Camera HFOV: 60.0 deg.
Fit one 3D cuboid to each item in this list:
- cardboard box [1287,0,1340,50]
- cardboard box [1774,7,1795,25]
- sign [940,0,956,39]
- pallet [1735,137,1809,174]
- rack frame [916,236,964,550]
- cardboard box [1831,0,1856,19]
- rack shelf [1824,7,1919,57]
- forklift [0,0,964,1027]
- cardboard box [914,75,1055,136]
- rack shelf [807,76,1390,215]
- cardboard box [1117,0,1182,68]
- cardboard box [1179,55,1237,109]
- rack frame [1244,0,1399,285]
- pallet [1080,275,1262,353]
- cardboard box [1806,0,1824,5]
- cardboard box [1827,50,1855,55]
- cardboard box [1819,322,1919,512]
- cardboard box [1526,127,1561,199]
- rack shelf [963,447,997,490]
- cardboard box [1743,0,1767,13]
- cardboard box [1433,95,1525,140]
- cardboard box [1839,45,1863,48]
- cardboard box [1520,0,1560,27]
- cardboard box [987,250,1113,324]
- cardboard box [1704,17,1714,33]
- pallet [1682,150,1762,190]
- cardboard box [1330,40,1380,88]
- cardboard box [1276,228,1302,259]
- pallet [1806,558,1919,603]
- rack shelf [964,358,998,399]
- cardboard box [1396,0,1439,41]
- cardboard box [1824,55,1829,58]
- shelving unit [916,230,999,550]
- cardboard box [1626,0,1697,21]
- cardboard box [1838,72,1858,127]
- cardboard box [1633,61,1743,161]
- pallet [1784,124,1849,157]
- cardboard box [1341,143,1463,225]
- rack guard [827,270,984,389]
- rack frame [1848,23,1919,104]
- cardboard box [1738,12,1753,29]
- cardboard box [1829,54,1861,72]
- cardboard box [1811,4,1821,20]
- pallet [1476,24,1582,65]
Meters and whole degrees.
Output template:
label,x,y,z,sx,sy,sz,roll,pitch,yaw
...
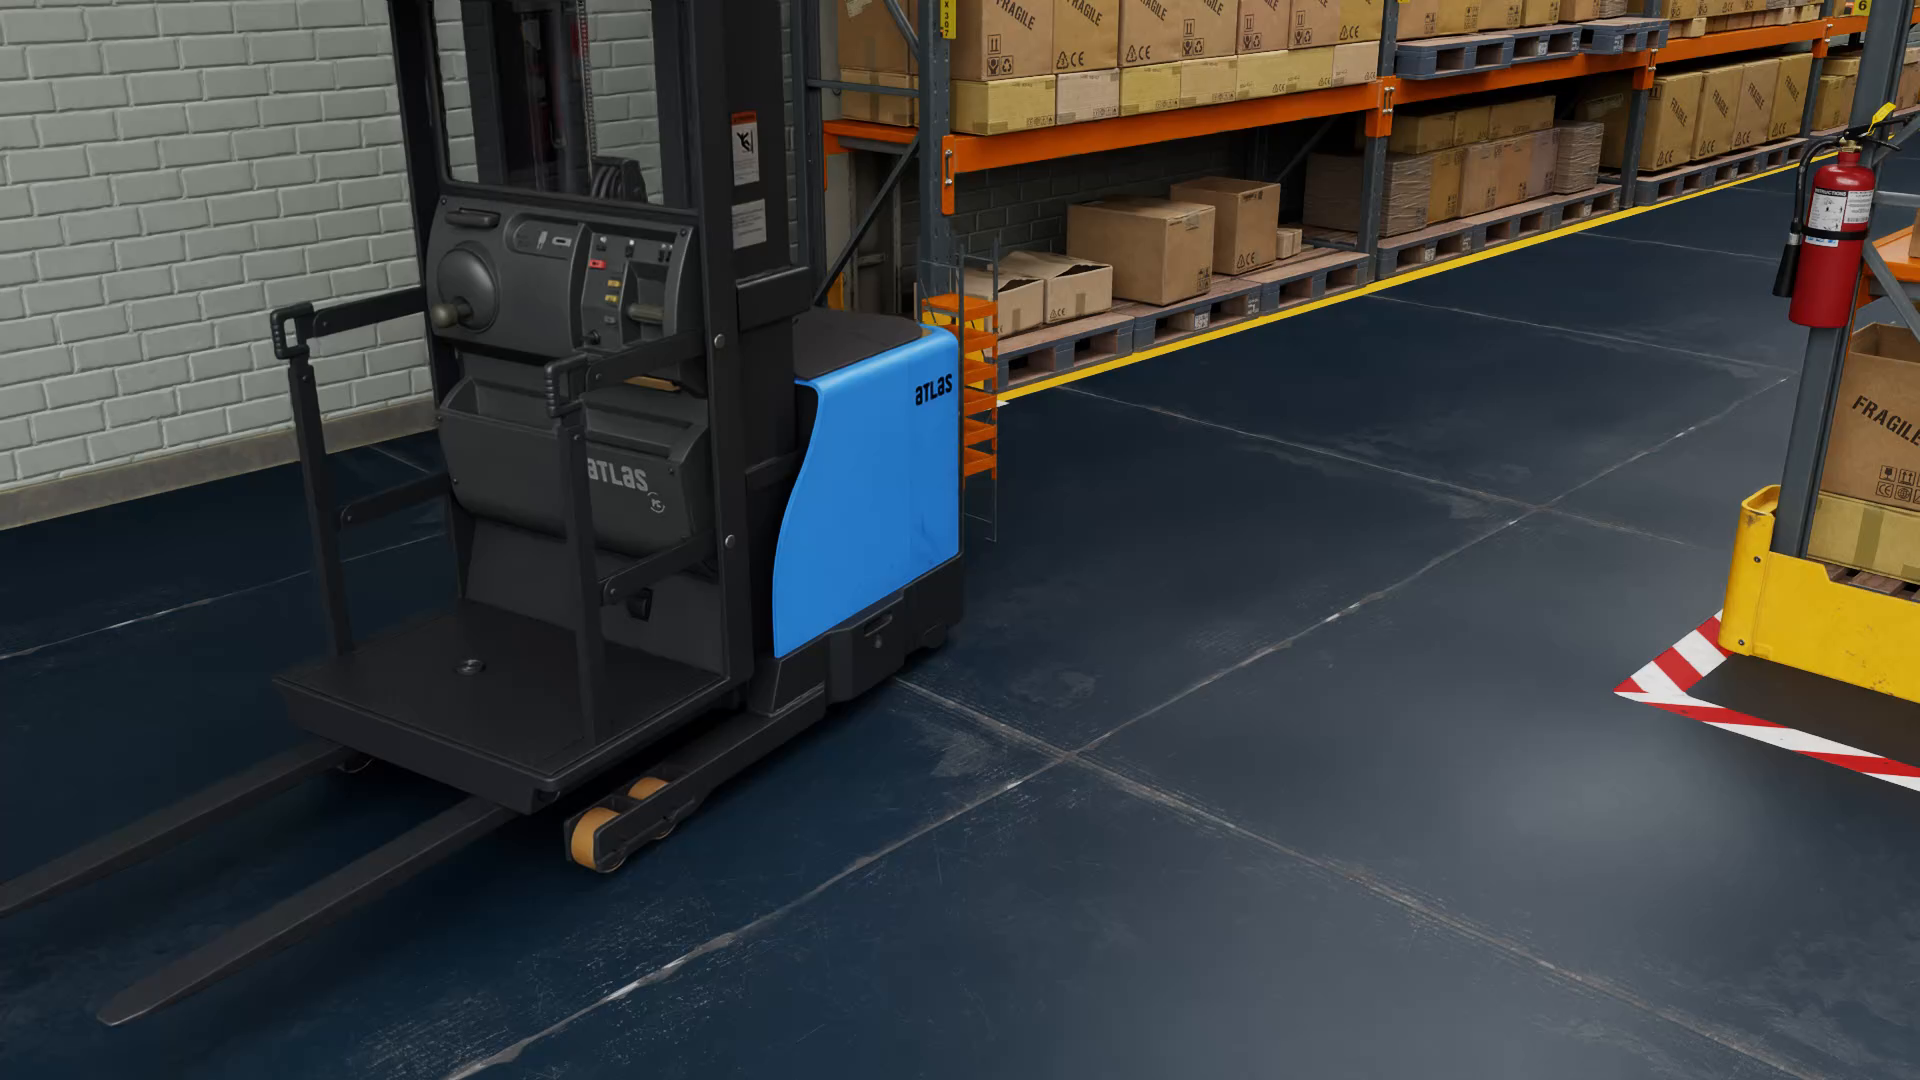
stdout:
label,x,y,z,sx,sy,sz,roll,pitch,yaw
cardboard box,1.892,-3.175,9.791,0.500,0.500,0.500,19,28,40
cardboard box,7.377,-4.797,15.196,0.380,0.149,0.250,19,28,41
sign,-0.058,-2.455,7.574,0.100,0.325,0.005,19,28,41
pallet,7.441,-3.752,16.043,1.003,0.211,1.213,19,28,41
rack frame,-0.074,-0.533,6.288,0.240,1.200,0.006,19,28,41
cardboard box,8.315,-5.546,16.406,0.700,0.700,0.980,-20,28,-41
rack shelf,9.320,-5.449,17.574,1.077,0.370,4.000,19,28,41
forklift,-1.199,-0.694,4.296,1.130,2.935,3.031,13,24,30
cardboard box,0.121,-2.172,8.225,0.500,0.250,0.500,18,28,39
rack shelf,0.949,-2.365,9.549,1.077,0.370,4.000,19,28,41
cardboard box,0.819,-2.779,8.760,0.500,0.500,0.500,18,27,39
cardboard box,1.187,-2.568,9.255,0.500,0.250,0.500,20,28,41
rack frame,2.344,-3.215,10.757,1.000,3.000,0.127,19,28,41
pallet,1.050,-1.416,9.966,1.003,0.211,1.213,19,28,41
cardboard box,7.783,-5.284,15.560,0.500,0.500,0.500,19,28,40
cardboard box,9.359,-5.182,17.871,0.380,0.149,0.250,20,28,41
cardboard box,3.266,-0.423,5.695,0.500,0.500,0.500,19,28,41
cardboard box,4.227,-2.980,13.018,0.700,0.500,0.500,19,28,41
rack shelf,-0.010,-0.291,6.452,0.258,0.103,0.180,19,28,41
cardboard box,6.733,-4.894,14.544,0.500,0.500,0.500,-19,28,-41
cardboard box,3.872,-3.169,12.464,0.500,0.250,0.500,19,28,40
cardboard box,9.890,-5.378,18.381,0.380,0.149,0.250,19,28,41
cardboard box,3.960,-4.046,12.167,0.700,0.500,0.500,19,28,41
cardboard box,0.498,-1.439,9.271,0.500,0.311,0.500,-17,27,-38
cardboard box,6.220,-4.436,14.257,0.250,0.149,0.380,-19,28,-41
pallet,6.589,-3.437,15.223,1.003,0.211,1.213,19,28,41
cardboard box,2.231,-2.956,10.267,0.500,0.250,0.500,19,28,41
cardboard box,1.992,-1.952,10.809,0.380,0.166,0.250,15,26,34
pallet,3.609,0.147,5.898,1.003,0.211,1.213,19,28,41
rack shelf,-0.010,-0.627,6.323,0.258,0.103,0.180,19,28,41
cardboard box,2.723,-3.589,10.979,0.700,0.500,0.500,19,28,41
cardboard box,8.826,-4.986,17.360,0.380,0.149,0.250,18,27,39
shelving unit,-0.010,-0.556,6.350,0.258,1.200,0.189,19,28,41
cardboard box,5.657,-4.499,13.516,0.500,0.500,0.500,-19,28,-40
cardboard box,8.873,-4.595,17.248,0.700,0.500,0.500,19,28,40
cardboard box,6.357,-3.815,14.731,0.750,0.750,0.750,19,28,40
pallet,8.511,-4.145,17.066,1.003,0.211,1.213,19,28,41
cardboard box,3.170,-2.592,12.008,0.700,0.500,0.500,19,28,40
rack guard,-0.393,-1.039,8.582,1.175,0.500,0.348,19,28,41
rack frame,10.715,-6.299,18.783,1.000,3.000,0.127,19,28,41
cardboard box,6.781,-4.624,14.747,0.250,0.149,0.380,-19,28,-40
cardboard box,9.254,-4.946,17.257,0.380,0.149,0.250,18,28,39
cardboard box,7.892,-5.005,15.739,0.380,0.149,0.250,20,28,41
pallet,3.783,-3.634,12.116,1.003,0.211,1.213,19,28,41
